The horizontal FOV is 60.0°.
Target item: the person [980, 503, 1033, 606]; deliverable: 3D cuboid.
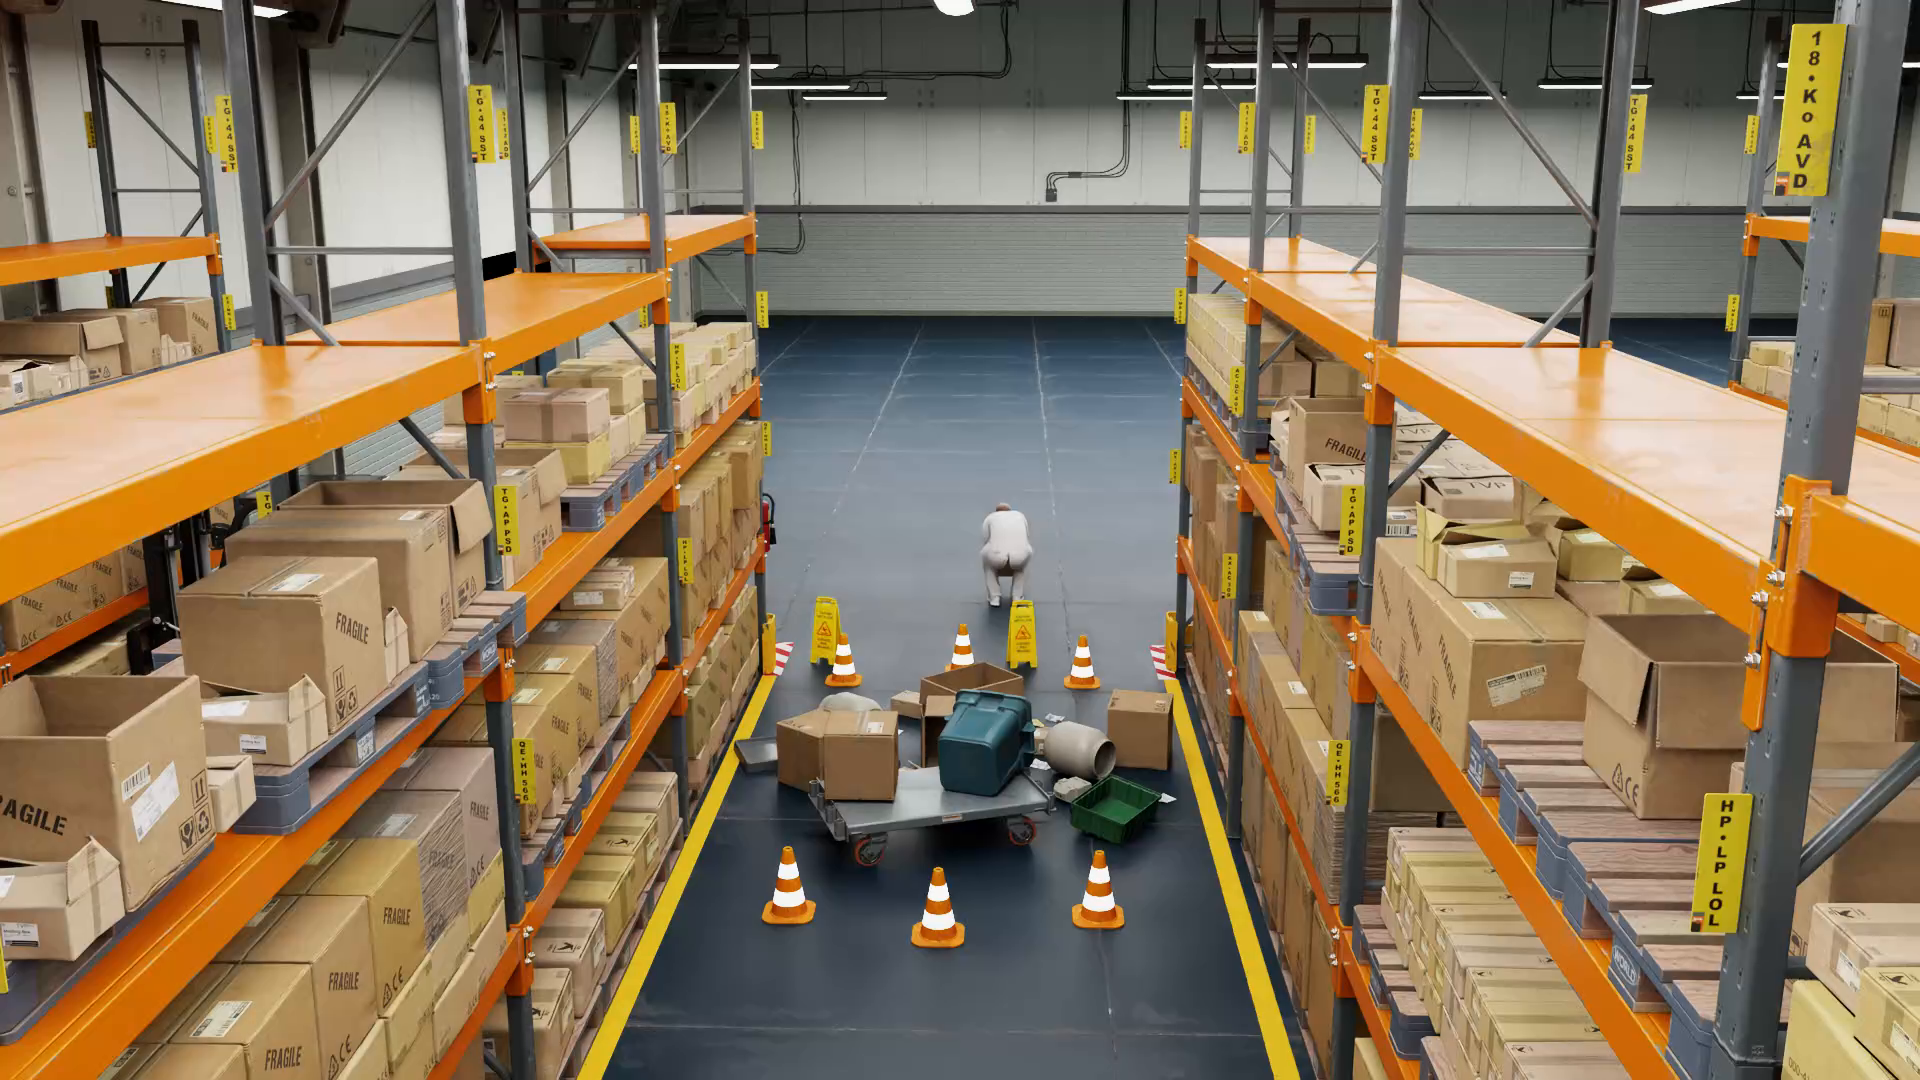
[{"bbox_3d":[0.511,0.167,18.331,0.589,1.010,0.922,0,14,-1],"label":"person"}]
